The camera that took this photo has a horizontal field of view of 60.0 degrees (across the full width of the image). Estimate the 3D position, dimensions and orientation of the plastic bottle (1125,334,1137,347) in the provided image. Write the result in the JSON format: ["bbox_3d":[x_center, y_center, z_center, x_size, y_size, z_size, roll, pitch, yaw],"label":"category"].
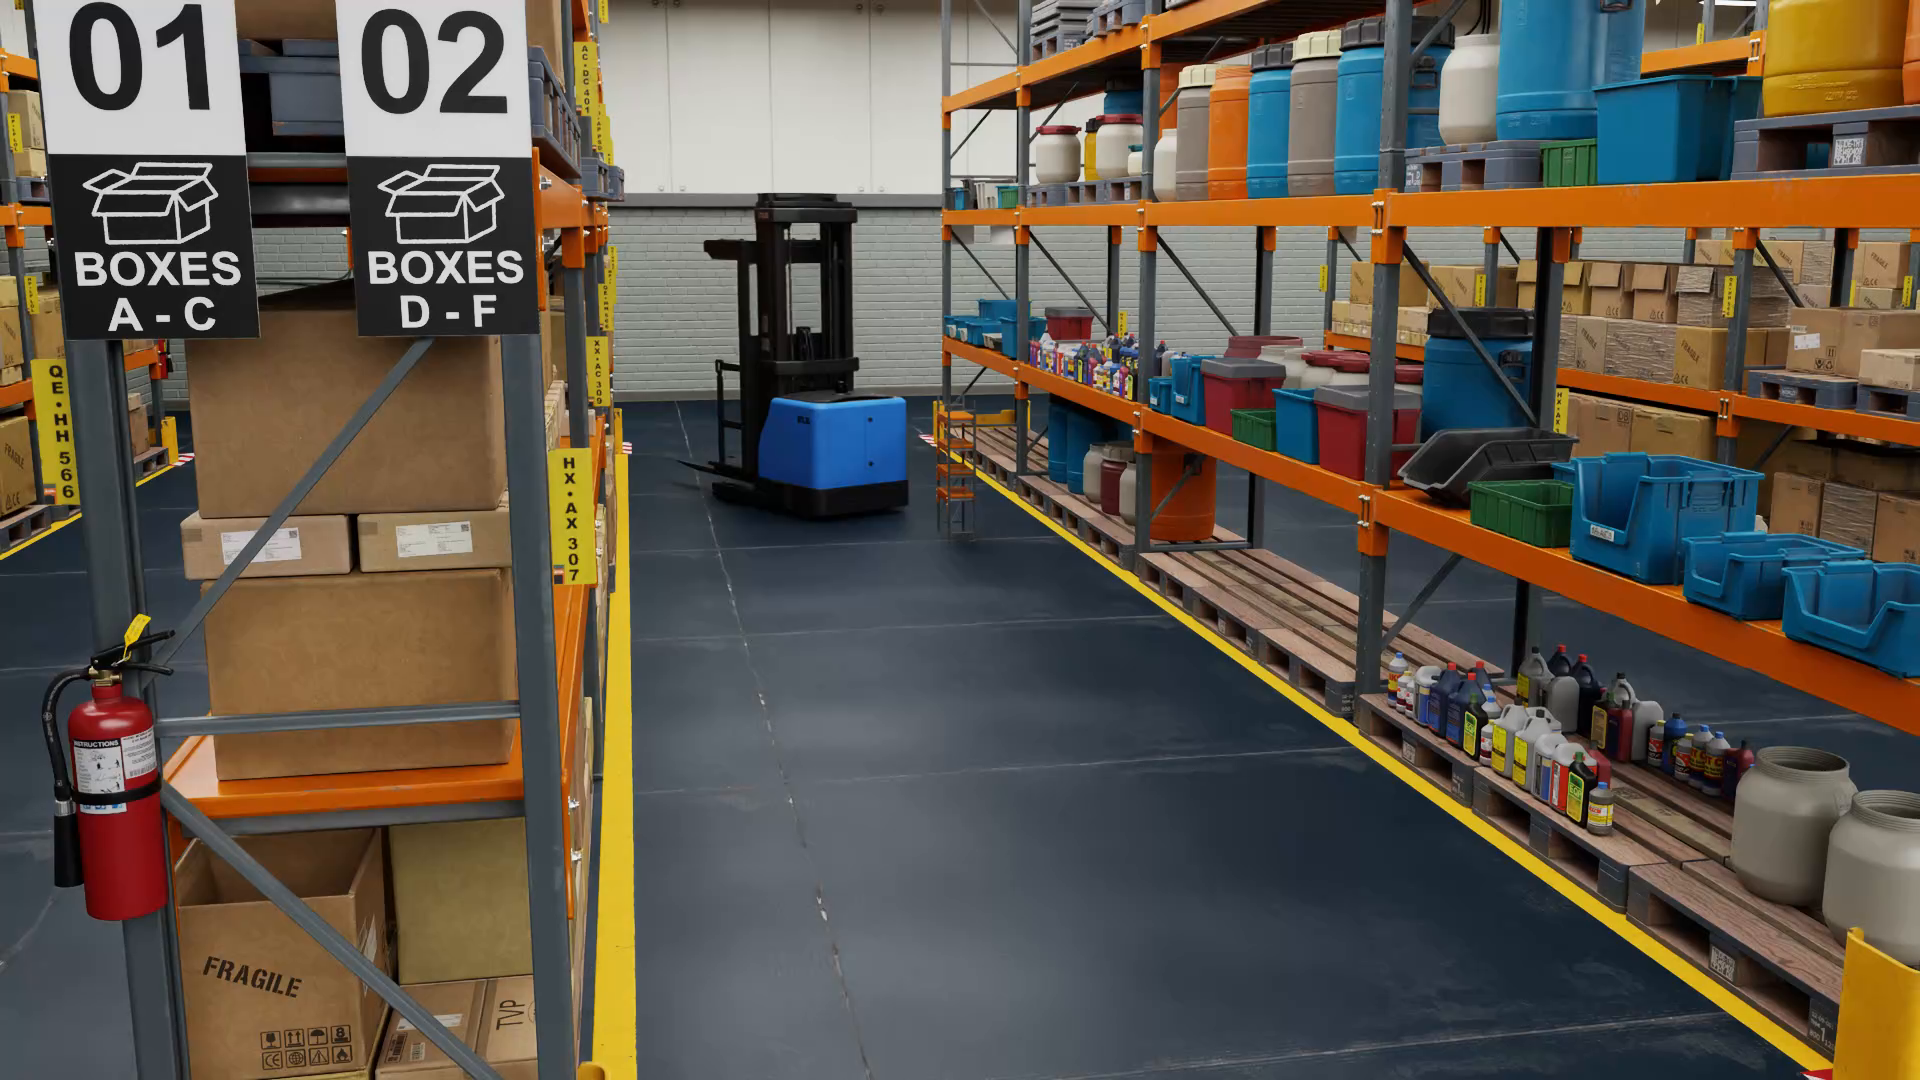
[{"bbox_3d":[1.599,-1.737,15.431,0.144,0.351,0.185,-2,11,-11],"label":"plastic bottle"}]

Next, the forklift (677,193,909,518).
[{"bbox_3d":[-1.772,-1.862,16.143,1.130,2.935,3.031,-8,13,-37],"label":"forklift"}]

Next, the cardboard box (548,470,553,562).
[{"bbox_3d":[-2.039,-0.176,6.834,0.700,0.500,0.500,-2,11,-12],"label":"cardboard box"}]

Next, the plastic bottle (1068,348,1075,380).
[{"bbox_3d":[1.000,-1.555,14.689,0.097,0.271,0.097,0,11,0],"label":"plastic bottle"}]

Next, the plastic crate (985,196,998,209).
[{"bbox_3d":[0.442,-3.515,17.325,0.293,0.136,0.466,-2,11,-11],"label":"plastic crate"}]

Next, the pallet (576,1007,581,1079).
[{"bbox_3d":[-1.652,1.660,4.912,1.003,0.211,1.213,-2,11,-11],"label":"pallet"}]

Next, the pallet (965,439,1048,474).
[{"bbox_3d":[0.641,-0.939,18.568,1.003,0.211,1.213,-2,11,-11],"label":"pallet"}]

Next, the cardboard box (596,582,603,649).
[{"bbox_3d":[-2.169,0.387,8.871,0.500,0.311,0.500,-2,11,-12],"label":"cardboard box"}]

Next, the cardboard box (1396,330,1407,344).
[{"bbox_3d":[5.242,-2.335,19.113,0.380,0.149,0.250,-2,11,-10],"label":"cardboard box"}]

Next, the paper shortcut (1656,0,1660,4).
[{"bbox_3d":[5.928,-4.637,14.118,0.009,0.170,0.078,9,-22,-13],"label":"paper shortcut"}]

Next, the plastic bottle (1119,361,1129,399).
[{"bbox_3d":[1.299,-1.262,13.115,0.061,0.283,0.133,-2,11,-11],"label":"plastic bottle"}]

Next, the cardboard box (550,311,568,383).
[{"bbox_3d":[-3.251,-1.405,12.168,0.700,0.500,0.500,-6,12,-30],"label":"cardboard box"}]

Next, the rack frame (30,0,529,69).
[{"bbox_3d":[-1.462,-2.518,3.361,1.000,3.000,0.127,-2,11,-11],"label":"rack frame"}]

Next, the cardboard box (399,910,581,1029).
[{"bbox_3d":[-1.449,1.375,5.180,0.500,0.250,0.500,-2,11,-11],"label":"cardboard box"}]

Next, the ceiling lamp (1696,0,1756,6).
[{"bbox_3d":[11.964,-9.445,24.139,2.000,3.185,0.800,-2,11,-11],"label":"ceiling lamp"}]

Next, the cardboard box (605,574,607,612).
[{"bbox_3d":[-2.478,0.380,10.407,0.500,0.250,0.500,-2,11,-10],"label":"cardboard box"}]

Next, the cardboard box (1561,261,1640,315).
[{"bbox_3d":[6.176,-2.431,15.994,0.797,0.503,0.637,-2,11,-10],"label":"cardboard box"}]

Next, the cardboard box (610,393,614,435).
[{"bbox_3d":[-4.227,-1.403,19.055,0.500,0.500,0.500,-2,11,-11],"label":"cardboard box"}]

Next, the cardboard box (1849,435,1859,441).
[{"bbox_3d":[10.428,-1.210,19.031,0.380,0.149,0.250,-2,11,-9],"label":"cardboard box"}]

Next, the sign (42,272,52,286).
[{"bbox_3d":[-9.978,-2.770,18.201,0.100,0.325,0.005,-2,11,-11],"label":"sign"}]

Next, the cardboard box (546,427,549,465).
[{"bbox_3d":[-1.626,-0.301,5.753,0.380,0.149,0.250,-2,11,-10],"label":"cardboard box"}]

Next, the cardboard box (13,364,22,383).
[{"bbox_3d":[-8.311,-1.426,14.285,0.380,0.149,0.250,-2,11,-10],"label":"cardboard box"}]

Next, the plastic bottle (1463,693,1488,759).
[{"bbox_3d":[2.397,0.863,7.726,0.061,0.283,0.133,-2,11,-8],"label":"plastic bottle"}]

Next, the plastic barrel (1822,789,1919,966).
[{"bbox_3d":[3.194,1.147,5.678,0.421,0.512,0.421,0,11,0],"label":"plastic barrel"}]

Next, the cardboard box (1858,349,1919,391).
[{"bbox_3d":[6.800,-1.215,11.836,0.500,0.250,0.500,-2,11,-13],"label":"cardboard box"}]

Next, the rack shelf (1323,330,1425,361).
[{"bbox_3d":[5.533,-2.145,19.369,1.077,0.370,4.000,-2,11,-11],"label":"rack shelf"}]

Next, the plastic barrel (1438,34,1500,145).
[{"bbox_3d":[2.510,-2.133,7.937,0.421,0.512,0.421,0,11,0],"label":"plastic barrel"}]

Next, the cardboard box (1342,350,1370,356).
[{"bbox_3d":[5.347,-1.913,20.787,0.875,0.875,0.875,-2,11,-11],"label":"cardboard box"}]

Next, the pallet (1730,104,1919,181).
[{"bbox_3d":[3.332,-1.287,5.418,1.003,0.211,1.213,-2,11,-11],"label":"pallet"}]

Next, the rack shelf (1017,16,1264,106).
[{"bbox_3d":[1.452,-3.982,14.045,1.077,0.370,4.000,-2,11,-11],"label":"rack shelf"}]

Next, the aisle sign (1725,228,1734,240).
[{"bbox_3d":[10.309,-4.329,21.964,0.394,0.787,0.004,-2,11,-11],"label":"aisle sign"}]

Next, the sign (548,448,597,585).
[{"bbox_3d":[-0.917,-0.055,3.934,0.100,0.325,0.005,-2,11,-11],"label":"sign"}]

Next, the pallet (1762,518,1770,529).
[{"bbox_3d":[6.620,-0.176,14.555,1.003,0.211,1.213,-2,11,-11],"label":"pallet"}]

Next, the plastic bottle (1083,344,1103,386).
[{"bbox_3d":[1.132,-1.493,14.149,0.144,0.351,0.185,-2,11,-11],"label":"plastic bottle"}]

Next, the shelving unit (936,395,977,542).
[{"bbox_3d":[-0.032,-0.620,14.244,0.258,1.200,0.503,-2,11,-11],"label":"shelving unit"}]

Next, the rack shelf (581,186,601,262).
[{"bbox_3d":[-2.629,-1.792,9.490,1.077,0.370,4.000,-2,11,-11],"label":"rack shelf"}]

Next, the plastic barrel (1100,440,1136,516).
[{"bbox_3d":[1.510,-0.536,14.316,0.600,0.588,0.708,-2,11,-11],"label":"plastic barrel"}]

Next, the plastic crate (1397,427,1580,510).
[{"bbox_3d":[2.596,-0.353,8.196,0.767,0.338,0.504,-2,11,-11],"label":"plastic crate"}]

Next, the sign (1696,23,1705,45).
[{"bbox_3d":[9.496,-6.452,21.320,0.100,0.325,0.005,-2,11,-11],"label":"sign"}]

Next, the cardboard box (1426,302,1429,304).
[{"bbox_3d":[5.596,-2.766,20.310,0.500,0.250,0.500,-2,11,-12],"label":"cardboard box"}]

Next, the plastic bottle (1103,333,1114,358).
[{"bbox_3d":[1.422,-1.766,15.582,0.144,0.351,0.185,-2,11,-11],"label":"plastic bottle"}]

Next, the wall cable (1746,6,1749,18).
[{"bbox_3d":[11.964,-10.096,27.129,2.355,3.000,0.029,-2,11,-11],"label":"wall cable"}]

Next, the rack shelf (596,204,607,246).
[{"bbox_3d":[-3.407,-2.526,13.345,1.077,0.370,4.000,-2,11,-11],"label":"rack shelf"}]

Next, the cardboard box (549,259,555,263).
[{"bbox_3d":[-4.349,-2.582,16.799,0.500,0.500,0.500,-2,11,-11],"label":"cardboard box"}]

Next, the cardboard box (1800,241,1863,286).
[{"bbox_3d":[10.258,-3.245,19.488,0.500,0.500,0.500,-2,11,-10],"label":"cardboard box"}]

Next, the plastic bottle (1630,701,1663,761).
[{"bbox_3d":[3.155,0.869,7.714,0.152,0.276,0.135,-2,11,-10],"label":"plastic bottle"}]

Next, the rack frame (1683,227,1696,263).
[{"bbox_3d":[10.028,-3.027,22.079,1.000,3.000,0.127,-2,11,-11],"label":"rack frame"}]

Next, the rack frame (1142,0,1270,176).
[{"bbox_3d":[1.841,-4.165,12.013,1.000,3.000,0.127,-2,11,-11],"label":"rack frame"}]

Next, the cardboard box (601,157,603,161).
[{"bbox_3d":[-3.832,-3.700,16.654,0.500,0.250,0.500,-2,11,-11],"label":"cardboard box"}]

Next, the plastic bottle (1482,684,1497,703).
[{"bbox_3d":[2.516,0.825,7.959,0.097,0.271,0.097,0,11,0],"label":"plastic bottle"}]

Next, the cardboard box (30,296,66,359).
[{"bbox_3d":[-8.744,-1.839,15.033,0.980,0.700,0.700,-2,11,-10],"label":"cardboard box"}]

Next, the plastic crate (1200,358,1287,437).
[{"bbox_3d":[1.855,-0.942,10.952,0.402,0.464,0.583,-2,11,-11],"label":"plastic crate"}]
